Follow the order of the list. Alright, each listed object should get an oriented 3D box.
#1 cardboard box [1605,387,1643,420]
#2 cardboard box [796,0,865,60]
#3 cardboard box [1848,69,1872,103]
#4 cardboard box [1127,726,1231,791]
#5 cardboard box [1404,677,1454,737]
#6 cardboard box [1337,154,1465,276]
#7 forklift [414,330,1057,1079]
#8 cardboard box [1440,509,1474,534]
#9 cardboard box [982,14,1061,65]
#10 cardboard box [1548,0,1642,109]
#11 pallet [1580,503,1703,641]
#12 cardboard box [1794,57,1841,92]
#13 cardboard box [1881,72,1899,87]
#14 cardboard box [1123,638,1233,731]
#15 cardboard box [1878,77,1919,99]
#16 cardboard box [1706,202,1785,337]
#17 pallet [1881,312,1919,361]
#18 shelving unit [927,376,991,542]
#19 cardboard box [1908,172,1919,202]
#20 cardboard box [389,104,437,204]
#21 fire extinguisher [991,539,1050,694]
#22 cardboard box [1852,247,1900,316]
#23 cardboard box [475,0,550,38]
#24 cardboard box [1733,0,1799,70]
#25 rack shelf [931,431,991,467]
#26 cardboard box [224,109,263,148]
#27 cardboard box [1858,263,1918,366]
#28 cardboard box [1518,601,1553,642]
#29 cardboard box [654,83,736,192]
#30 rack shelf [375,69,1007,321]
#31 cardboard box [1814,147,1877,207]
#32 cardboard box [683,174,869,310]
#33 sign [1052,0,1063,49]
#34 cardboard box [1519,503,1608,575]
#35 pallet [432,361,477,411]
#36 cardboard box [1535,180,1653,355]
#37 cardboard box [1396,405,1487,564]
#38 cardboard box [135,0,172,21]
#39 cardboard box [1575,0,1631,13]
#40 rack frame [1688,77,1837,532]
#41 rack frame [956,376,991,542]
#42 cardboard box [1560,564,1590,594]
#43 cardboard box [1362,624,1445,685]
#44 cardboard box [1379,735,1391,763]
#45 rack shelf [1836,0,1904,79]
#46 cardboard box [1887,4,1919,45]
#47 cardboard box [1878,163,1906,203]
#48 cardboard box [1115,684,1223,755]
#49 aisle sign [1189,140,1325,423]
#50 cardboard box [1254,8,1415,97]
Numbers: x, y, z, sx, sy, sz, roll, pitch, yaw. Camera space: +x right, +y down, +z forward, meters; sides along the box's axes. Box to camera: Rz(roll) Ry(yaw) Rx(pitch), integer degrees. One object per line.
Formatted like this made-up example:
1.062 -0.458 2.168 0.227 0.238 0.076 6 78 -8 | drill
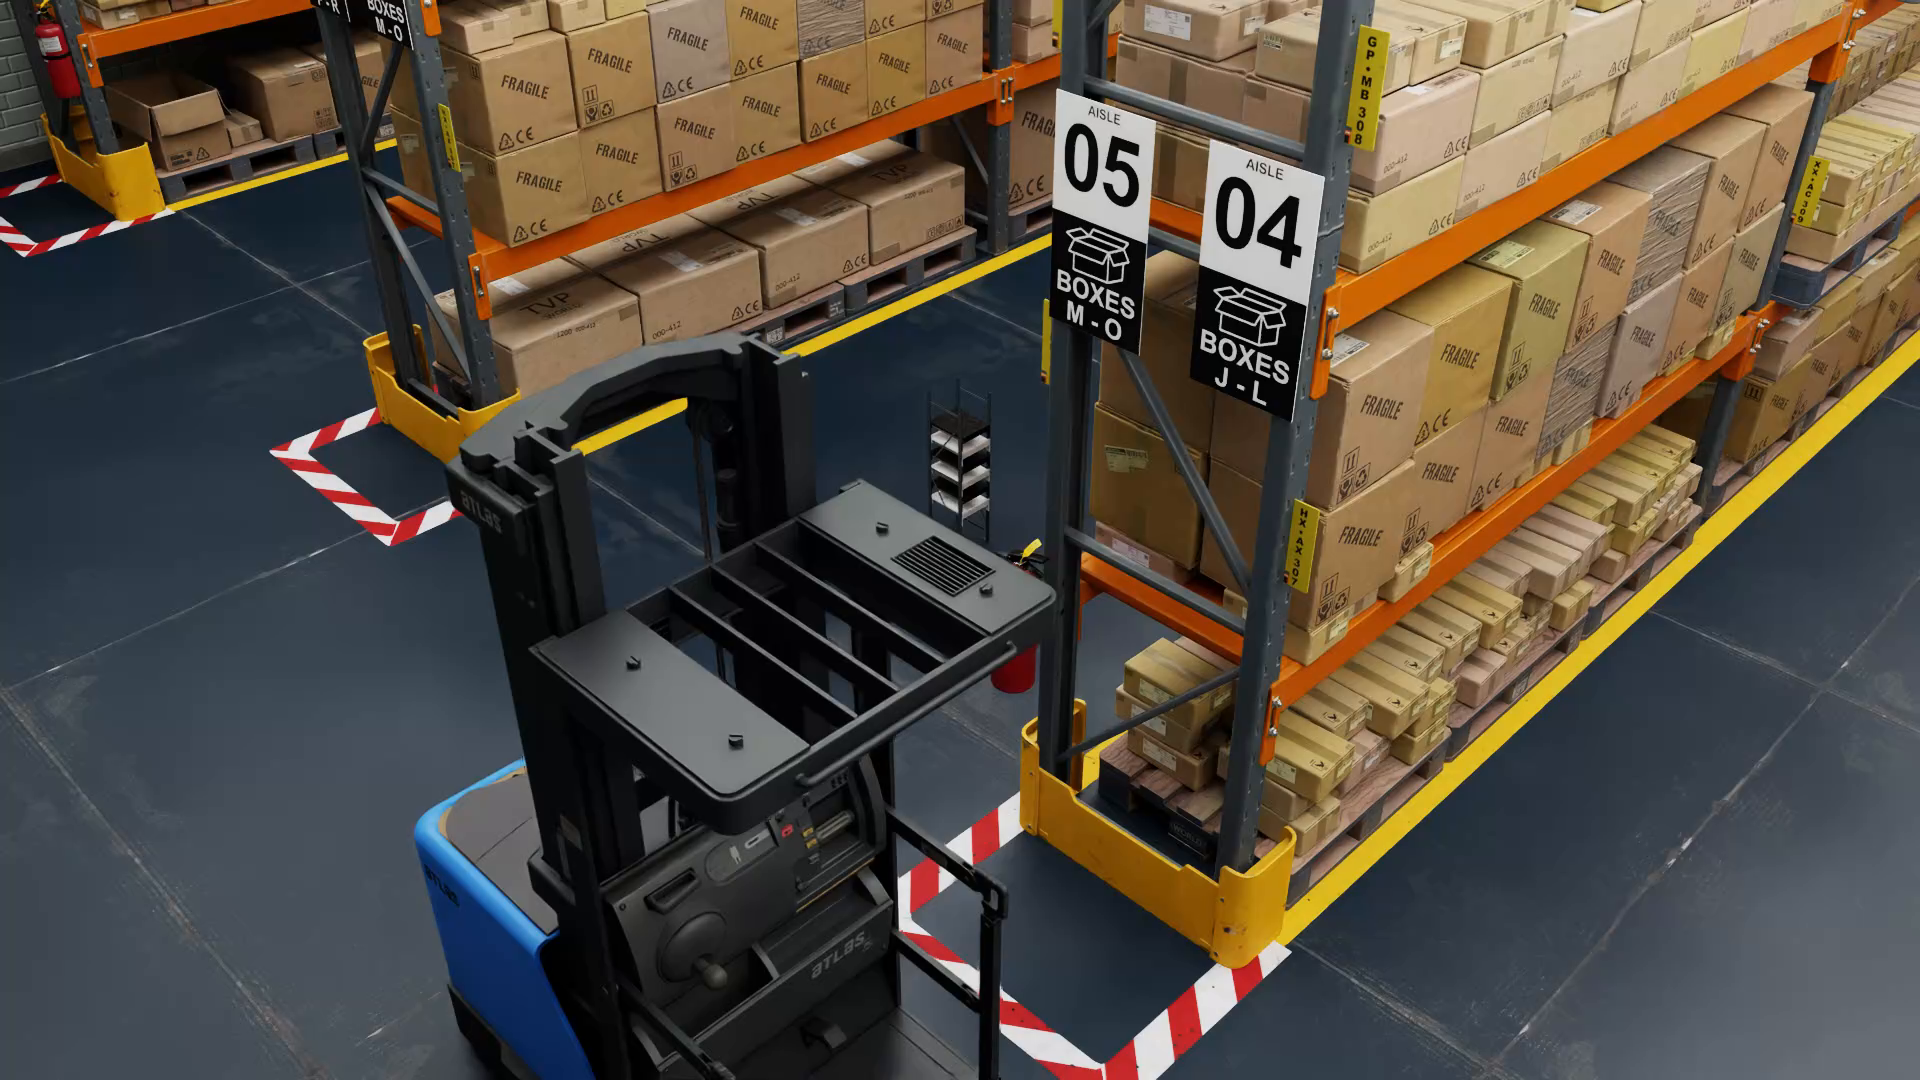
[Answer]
2.785 -0.703 7.346 0.380 0.149 0.250 27 43 34 | cardboard box
-0.912 -3.156 9.682 0.500 0.500 0.500 -29 44 -35 | cardboard box
4.953 -2.643 9.500 0.380 0.149 0.250 29 44 35 | cardboard box
0.929 0.857 7.015 0.250 0.149 0.380 -29 44 -35 | cardboard box
1.857 0.639 7.067 0.250 0.149 0.380 -28 44 -34 | cardboard box
1.203 -1.091 5.191 0.500 0.250 0.500 -28 44 -34 | cardboard box
-0.444 1.008 4.732 1.130 2.935 3.031 -30 45 -35 | forklift
1.838 -0.207 6.635 0.380 0.149 0.250 29 44 35 | cardboard box
0.437 -3.431 11.169 0.500 0.250 0.500 28 44 34 | cardboard box
1.931 -1.703 5.632 0.500 0.250 0.500 -29 44 -35 | cardboard box
3.076 -0.036 8.607 1.003 0.211 1.213 30 45 35 | pallet
4.587 -2.550 9.107 0.380 0.149 0.250 27 43 33 | cardboard box
5.316 -2.730 9.886 0.250 0.149 0.380 -28 43 -34 | cardboard box
0.899 0.593 6.873 0.250 0.149 0.380 -29 44 -35 | cardboard box
5.038 -2.279 8.719 0.250 0.149 0.380 -28 44 -34 | cardboard box
3.384 -1.319 7.663 0.500 0.500 0.500 30 45 35 | cardboard box
5.791 -1.630 10.893 1.003 0.211 1.213 30 45 35 | pallet
-0.006 -0.366 8.479 0.258 0.900 0.210 30 45 35 | shelving unit
4.855 -1.930 8.738 0.380 0.149 0.250 27 43 33 | cardboard box
-2.726 -2.140 9.100 0.500 0.500 0.500 -30 45 -35 | cardboard box
0.201 0.258 6.142 0.296 0.674 0.183 30 45 35 | fire extinguisher
4.968 -1.537 9.485 0.500 0.250 0.500 -28 44 -34 | cardboard box
-2.297 -2.681 8.435 0.250 0.149 0.380 -29 44 -35 | cardboard box
3.010 -2.129 6.680 0.500 0.250 0.500 29 44 35 | cardboard box
-0.006 -0.486 8.395 0.258 0.077 0.200 30 45 35 | rack shelf
-5.578 -3.165 12.782 0.380 0.149 0.250 28 43 34 | cardboard box
5.335 -1.434 9.993 0.500 0.500 0.500 27 43 33 | cardboard box
2.529 0.326 7.776 0.250 0.149 0.380 -29 44 -35 | cardboard box
-1.628 -2.333 9.376 0.500 0.500 0.500 29 44 35 | cardboard box
-1.469 -2.313 10.065 1.077 0.370 4.000 30 45 35 | rack shelf
4.128 -1.754 7.966 0.250 0.149 0.380 -27 43 -33 | cardboard box
-1.209 -1.966 10.811 0.875 0.438 0.875 28 44 34 | cardboard box
0.326 -1.668 5.114 0.100 0.325 0.005 30 45 35 | sign
2.772 -0.019 7.751 0.380 0.149 0.250 27 43 33 | cardboard box
-2.370 -1.009 10.003 1.003 0.211 1.213 30 45 35 | pallet
2.300 -1.109 6.487 0.500 0.500 0.500 28 44 34 | cardboard box
1.577 -0.304 6.207 0.500 0.500 0.500 30 45 35 | cardboard box
-5.831 -3.837 11.840 0.250 0.149 0.380 -29 44 -35 | cardboard box
2.063 -1.911 5.582 0.250 0.149 0.380 -28 44 -34 | cardboard box
3.524 -1.466 8.221 1.000 3.000 0.127 30 45 35 | rack frame
0.066 -0.407 8.538 0.240 0.900 0.006 30 45 35 | rack frame
2.758 0.069 7.885 0.250 0.149 0.380 -29 44 -35 | cardboard box
1.809 0.490 7.021 0.380 0.149 0.250 27 43 33 | cardboard box
1.598 0.828 7.056 0.250 0.149 0.380 -29 44 -35 | cardboard box
4.933 -3.214 8.733 1.077 0.370 4.000 30 45 35 | rack shelf
5.516 -3.086 9.876 0.380 0.149 0.250 29 44 35 | cardboard box
4.491 -1.843 8.354 0.250 0.149 0.380 -29 44 -35 | cardboard box
0.875 0.703 6.975 0.380 0.149 0.250 28 44 34 | cardboard box
0.867 -0.758 4.933 0.394 0.787 0.004 30 45 35 | aisle sign
1.096 -1.420 4.878 0.380 0.149 0.250 29 44 35 | cardboard box
